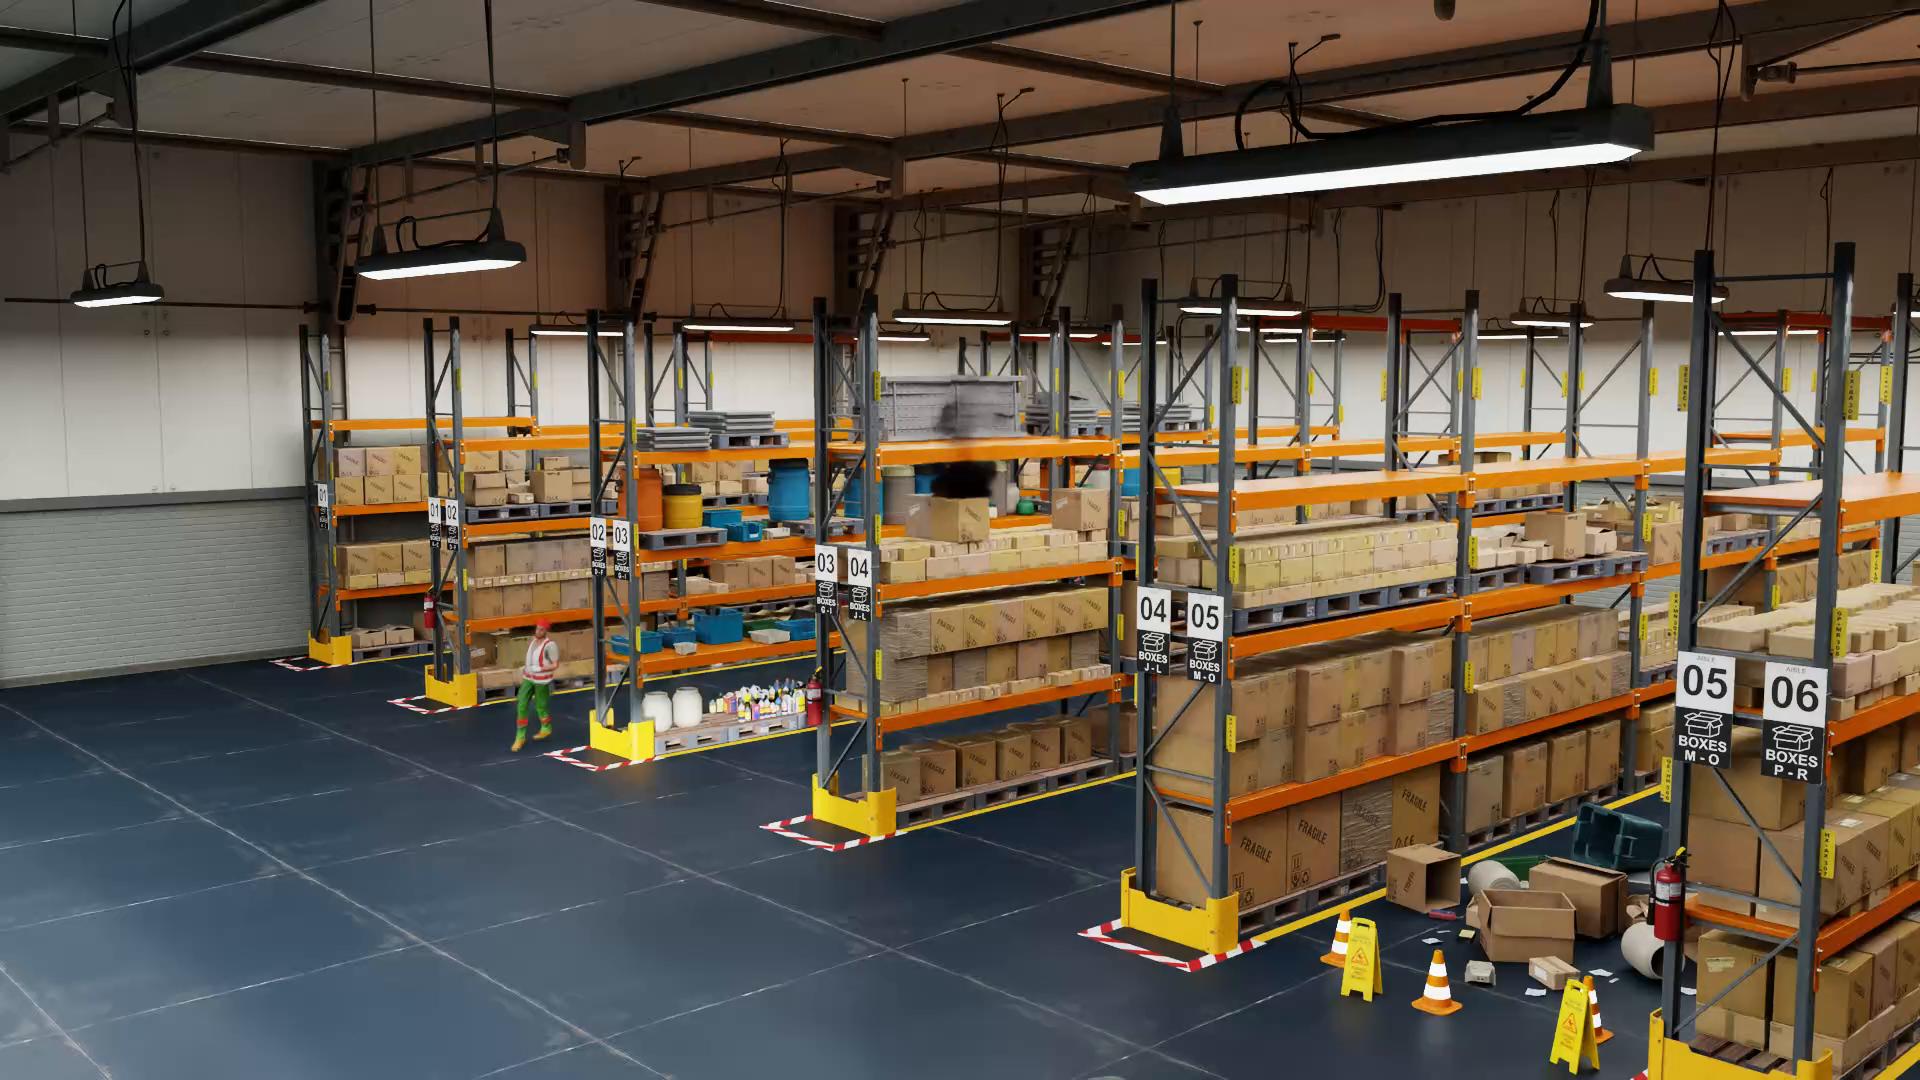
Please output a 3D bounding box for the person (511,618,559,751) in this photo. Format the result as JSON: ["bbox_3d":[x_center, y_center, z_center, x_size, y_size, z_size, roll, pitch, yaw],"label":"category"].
[{"bbox_3d":[-5.784,1.973,22.951,0.663,1.816,0.776,2,6,19],"label":"person"}]
